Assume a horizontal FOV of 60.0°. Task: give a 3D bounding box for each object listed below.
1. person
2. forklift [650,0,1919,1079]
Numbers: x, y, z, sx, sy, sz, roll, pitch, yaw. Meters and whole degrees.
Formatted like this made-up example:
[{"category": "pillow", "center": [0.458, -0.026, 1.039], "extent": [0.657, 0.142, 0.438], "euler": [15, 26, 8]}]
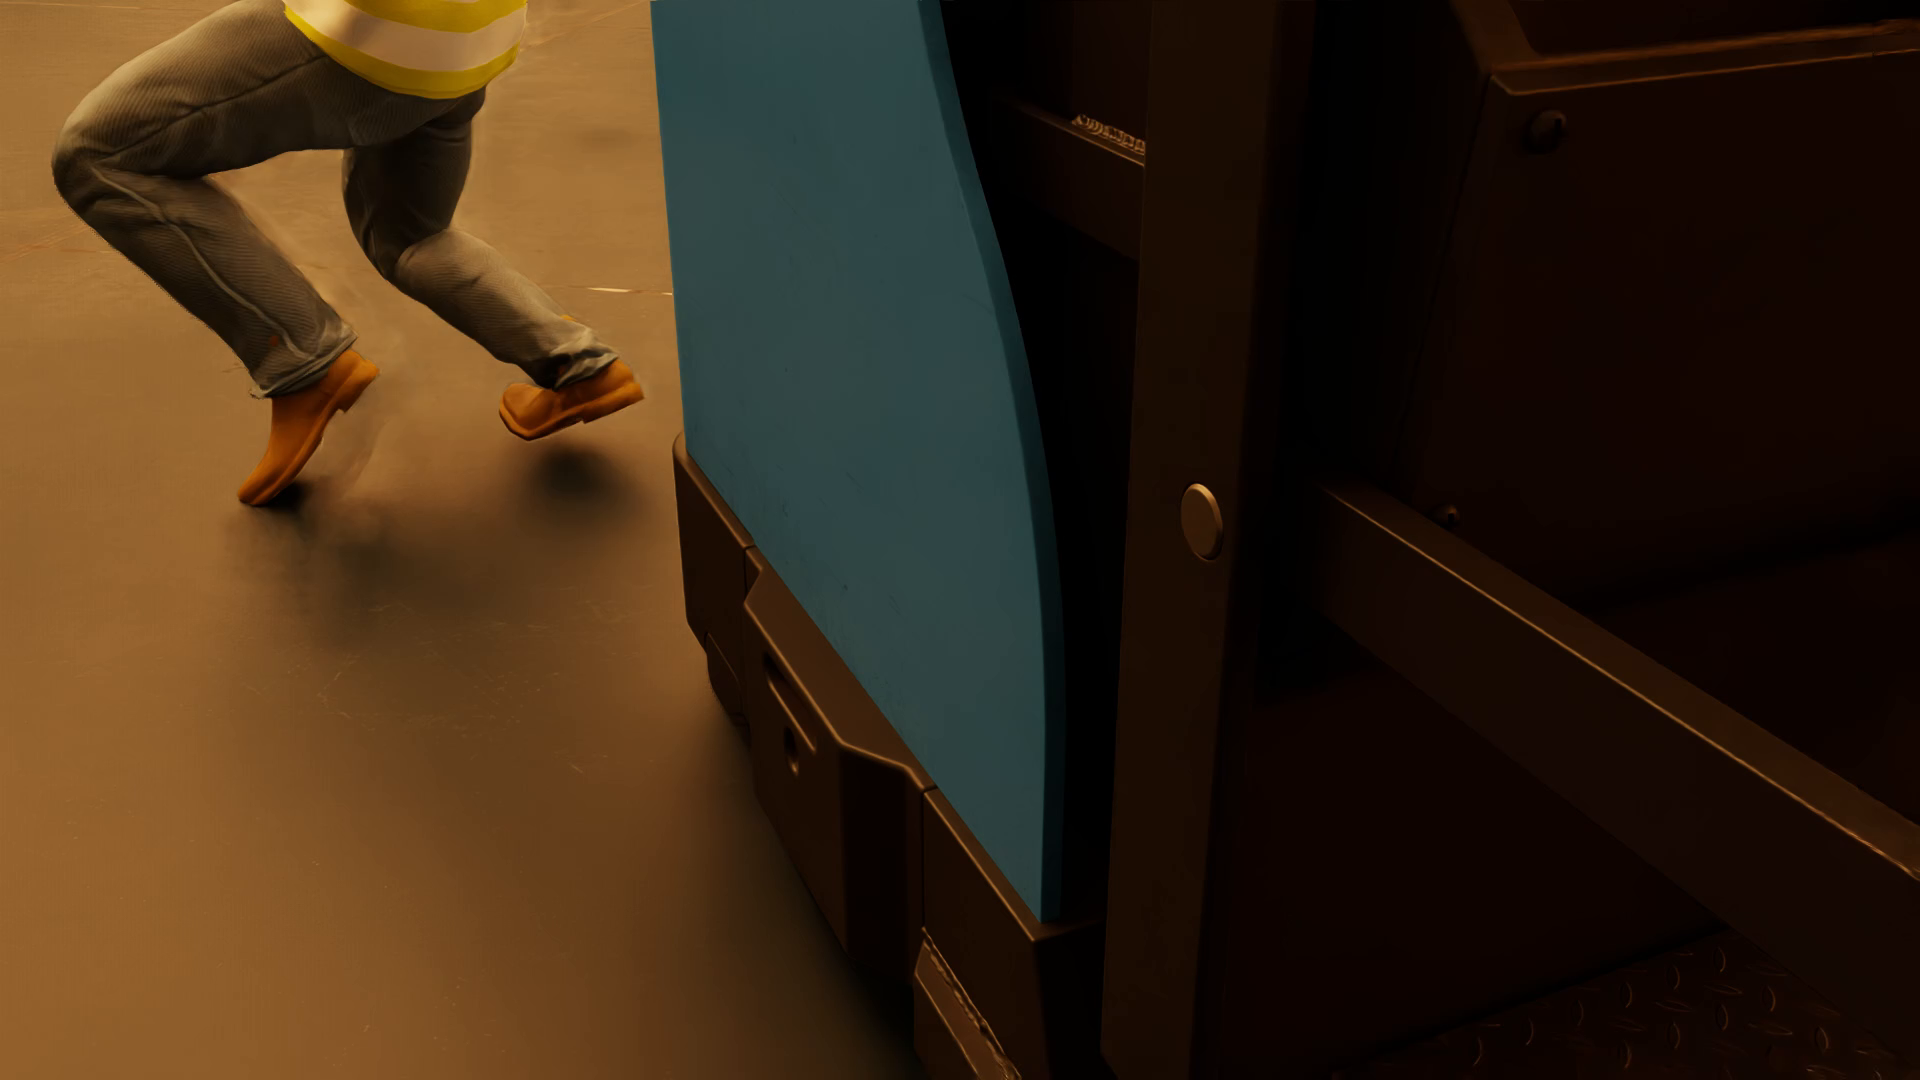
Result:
[{"category": "person", "center": [-0.909, -0.746, 2.221], "extent": [0.843, 1.636, 1.153], "euler": [4, 27, 8]}, {"category": "forklift", "center": [0.712, -0.652, 0.538], "extent": [1.130, 2.935, 3.031], "euler": [-11, 29, -21]}]
